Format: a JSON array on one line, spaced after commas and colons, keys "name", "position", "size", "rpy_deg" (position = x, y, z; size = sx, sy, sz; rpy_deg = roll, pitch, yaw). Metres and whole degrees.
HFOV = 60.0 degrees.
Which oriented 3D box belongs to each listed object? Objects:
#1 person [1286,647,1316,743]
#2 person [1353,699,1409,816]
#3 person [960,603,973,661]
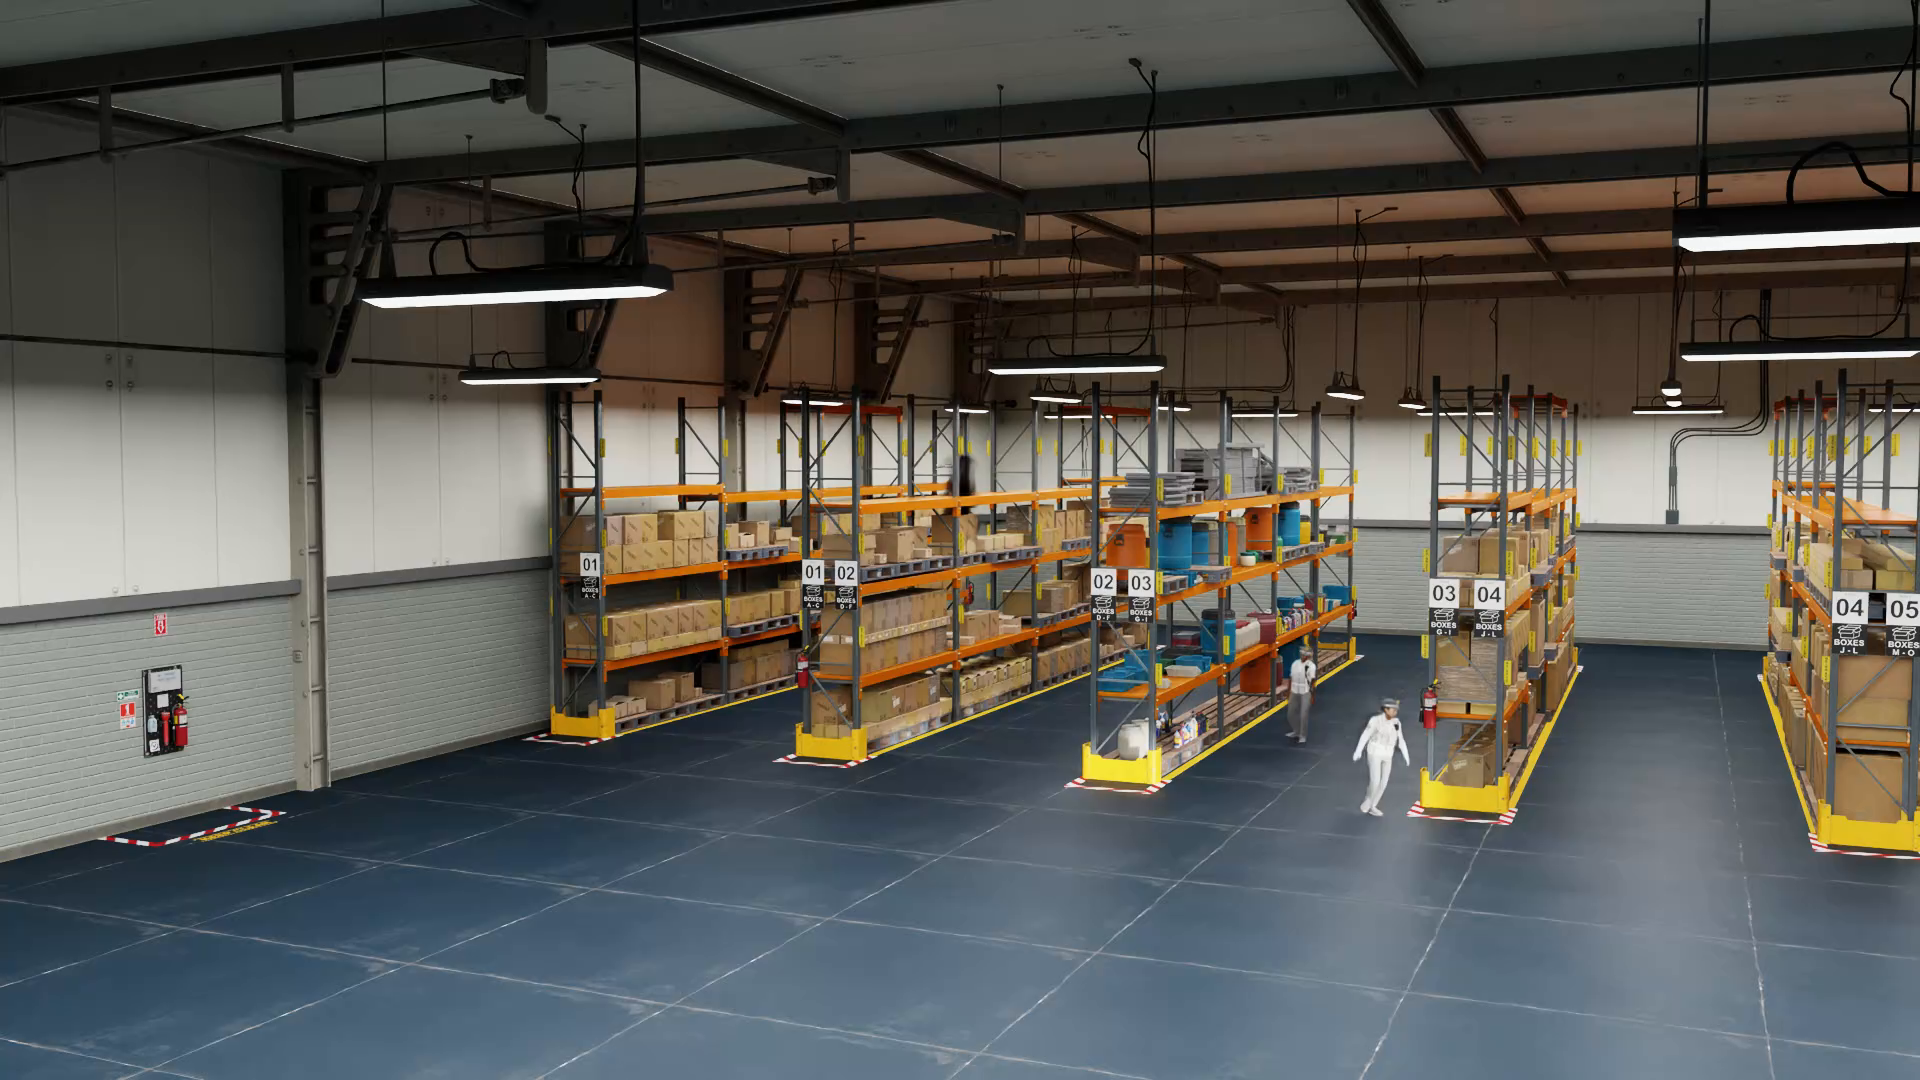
[{"name": "person", "position": [5.789, 2.616, 28.275], "size": [0.578, 1.644, 0.487], "rpy_deg": [2, 4, 34]}, {"name": "person", "position": [5.733, 2.949, 22.549], "size": [0.612, 1.628, 0.568], "rpy_deg": [-1, 3, -18]}, {"name": "person", "position": [0.108, 2.173, 37.156], "size": [0.577, 1.540, 0.832], "rpy_deg": [1, 3, 15]}]
